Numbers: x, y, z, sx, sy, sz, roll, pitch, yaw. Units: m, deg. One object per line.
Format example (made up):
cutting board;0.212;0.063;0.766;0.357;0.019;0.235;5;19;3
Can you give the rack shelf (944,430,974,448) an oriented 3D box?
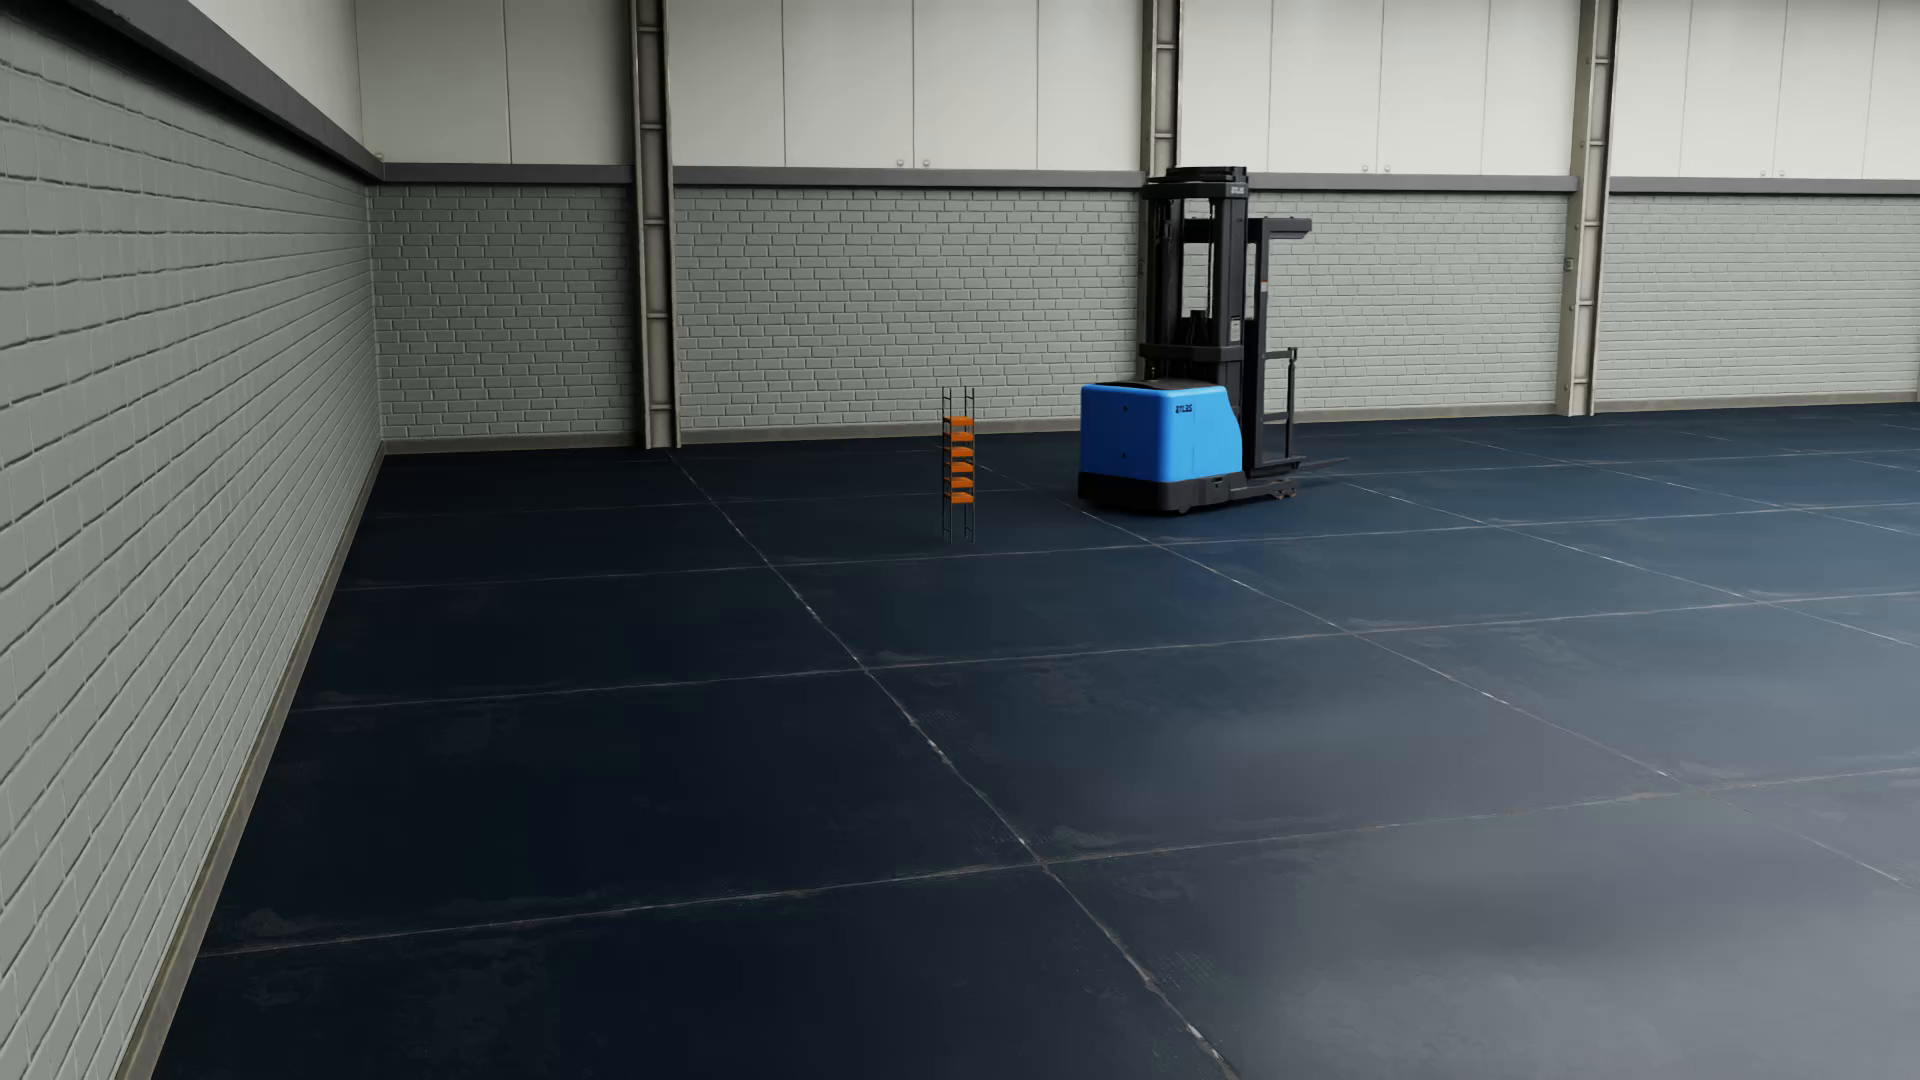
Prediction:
rack shelf;-0.014;-0.782;12.898;0.180;0.103;0.258;-3;11;-16

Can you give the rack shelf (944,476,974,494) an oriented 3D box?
rack shelf;-0.014;-0.428;12.964;0.180;0.103;0.258;-3;11;-16

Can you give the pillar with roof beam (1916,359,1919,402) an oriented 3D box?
pillar with roof beam;15.117;-5.646;18.858;0.400;9.000;9.100;-3;11;-16

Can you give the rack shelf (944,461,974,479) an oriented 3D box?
rack shelf;-0.014;-0.546;12.942;0.180;0.103;0.258;-3;11;-16

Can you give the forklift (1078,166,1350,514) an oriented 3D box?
forklift;2.455;-1.867;15.090;3.031;2.935;1.130;-10;14;-43

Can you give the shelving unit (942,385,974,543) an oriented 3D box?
shelving unit;-0.014;-0.589;12.934;0.189;1.200;0.258;-3;11;-16

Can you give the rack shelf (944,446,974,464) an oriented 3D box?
rack shelf;-0.014;-0.664;12.920;0.180;0.103;0.258;-3;11;-16

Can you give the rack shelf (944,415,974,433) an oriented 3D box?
rack shelf;-0.014;-0.900;12.877;0.180;0.103;0.258;-3;11;-16

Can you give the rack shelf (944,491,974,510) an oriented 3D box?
rack shelf;-0.014;-0.310;12.985;0.180;0.103;0.258;-3;11;-16

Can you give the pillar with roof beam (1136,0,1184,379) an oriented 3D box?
pillar with roof beam;3.595;-5.038;15.560;0.400;9.000;9.100;-3;11;-16

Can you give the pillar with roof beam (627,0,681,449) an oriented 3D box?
pillar with roof beam;-2.166;-4.735;13.910;0.400;9.000;9.100;-3;11;-16

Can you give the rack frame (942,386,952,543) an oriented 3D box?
rack frame;-0.102;-0.585;12.909;0.006;1.200;0.240;-3;11;-16

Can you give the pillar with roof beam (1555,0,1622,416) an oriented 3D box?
pillar with roof beam;9.356;-5.342;17.209;0.400;9.000;9.100;-3;11;-16

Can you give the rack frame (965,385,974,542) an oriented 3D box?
rack frame;0.074;-0.594;12.959;0.006;1.200;0.240;-3;11;-16
